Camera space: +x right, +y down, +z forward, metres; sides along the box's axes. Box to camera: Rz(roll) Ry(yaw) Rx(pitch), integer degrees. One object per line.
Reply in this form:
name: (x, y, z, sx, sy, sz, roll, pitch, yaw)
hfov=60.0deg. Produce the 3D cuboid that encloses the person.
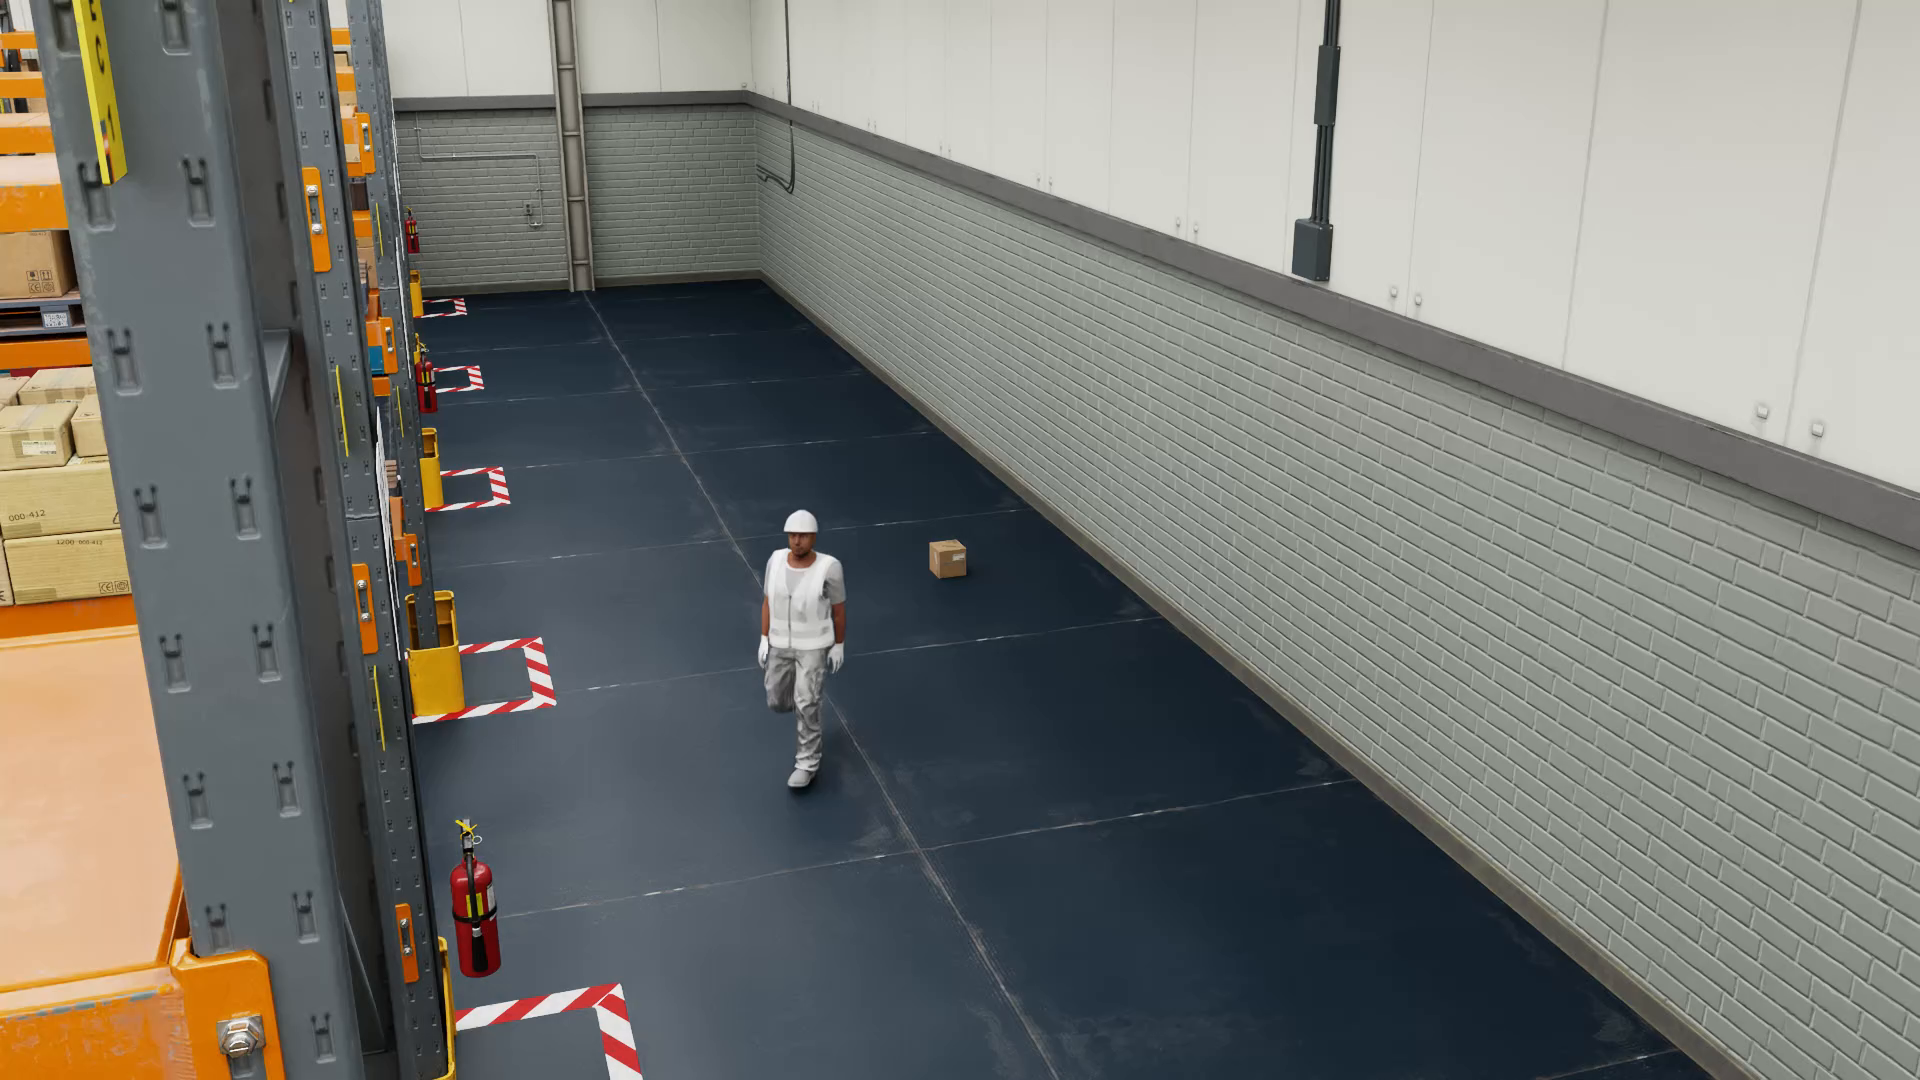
person: (-1.010, 0.658, 10.657, 0.557, 1.766, 0.753, 8, 20, 21)
